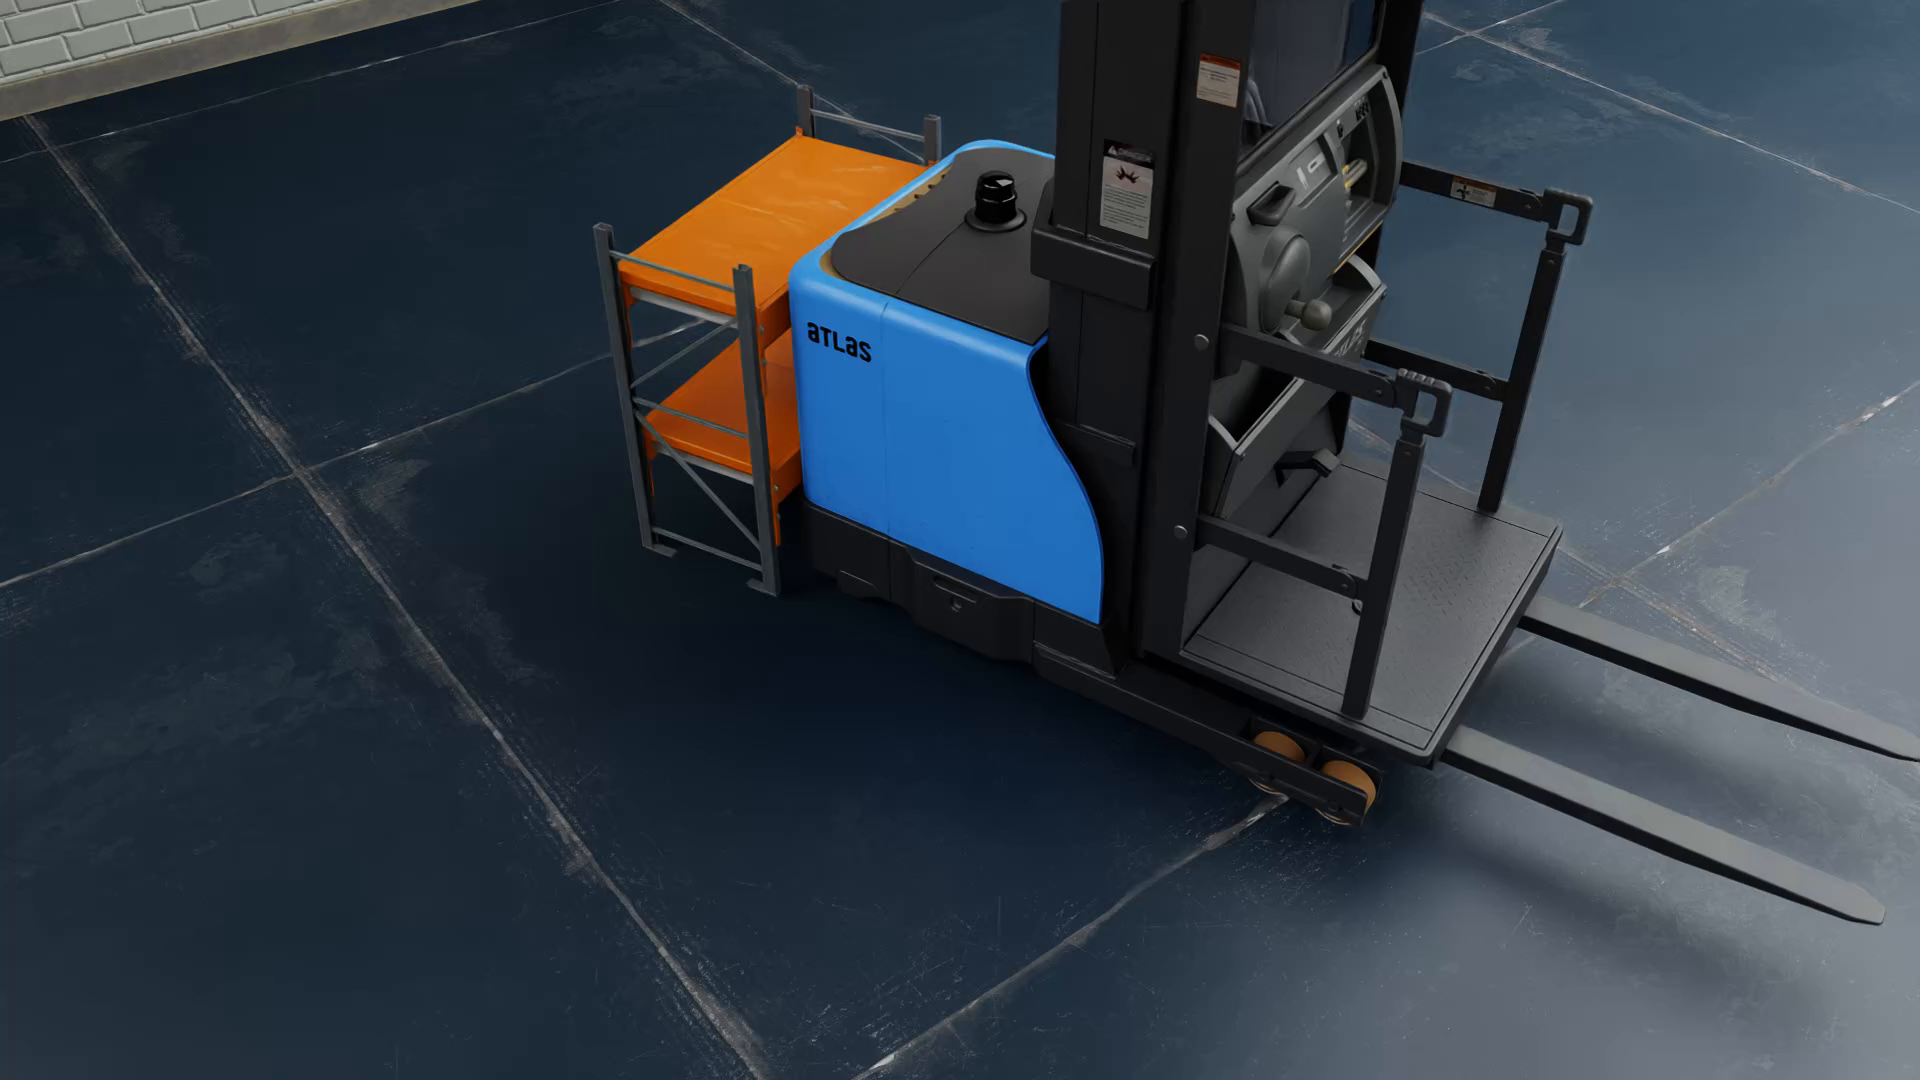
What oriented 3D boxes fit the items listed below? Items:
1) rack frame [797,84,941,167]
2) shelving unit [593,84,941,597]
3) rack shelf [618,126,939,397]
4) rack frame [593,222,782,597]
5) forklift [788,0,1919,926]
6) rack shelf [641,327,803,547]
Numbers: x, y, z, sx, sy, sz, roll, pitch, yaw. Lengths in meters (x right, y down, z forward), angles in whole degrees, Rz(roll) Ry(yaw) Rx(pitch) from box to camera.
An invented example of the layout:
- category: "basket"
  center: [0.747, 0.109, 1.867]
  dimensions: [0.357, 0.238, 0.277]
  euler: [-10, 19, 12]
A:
- category: "rack frame"
  center: [-0.285, -0.914, 5.477]
  dimensions: [0.500, 1.125, 0.032]
  euler: [19, 43, 22]
- category: "shelving unit"
  center: [-0.528, -0.630, 5.132]
  dimensions: [0.538, 1.125, 1.048]
  euler: [19, 43, 22]
- category: "rack shelf"
  center: [-0.528, -0.857, 4.946]
  dimensions: [0.538, 0.278, 1.000]
  euler: [19, 43, 22]
- category: "rack frame"
  center: [-0.770, -0.347, 4.786]
  dimensions: [0.500, 1.125, 0.032]
  euler: [19, 43, 22]
- category: "forklift"
  center: [1.032, -0.778, 3.888]
  dimensions: [3.031, 2.935, 1.130]
  euler: [22, 44, 25]
- category: "rack shelf"
  center: [-0.528, -0.441, 5.287]
  dimensions: [0.538, 0.278, 1.000]
  euler: [19, 43, 22]
